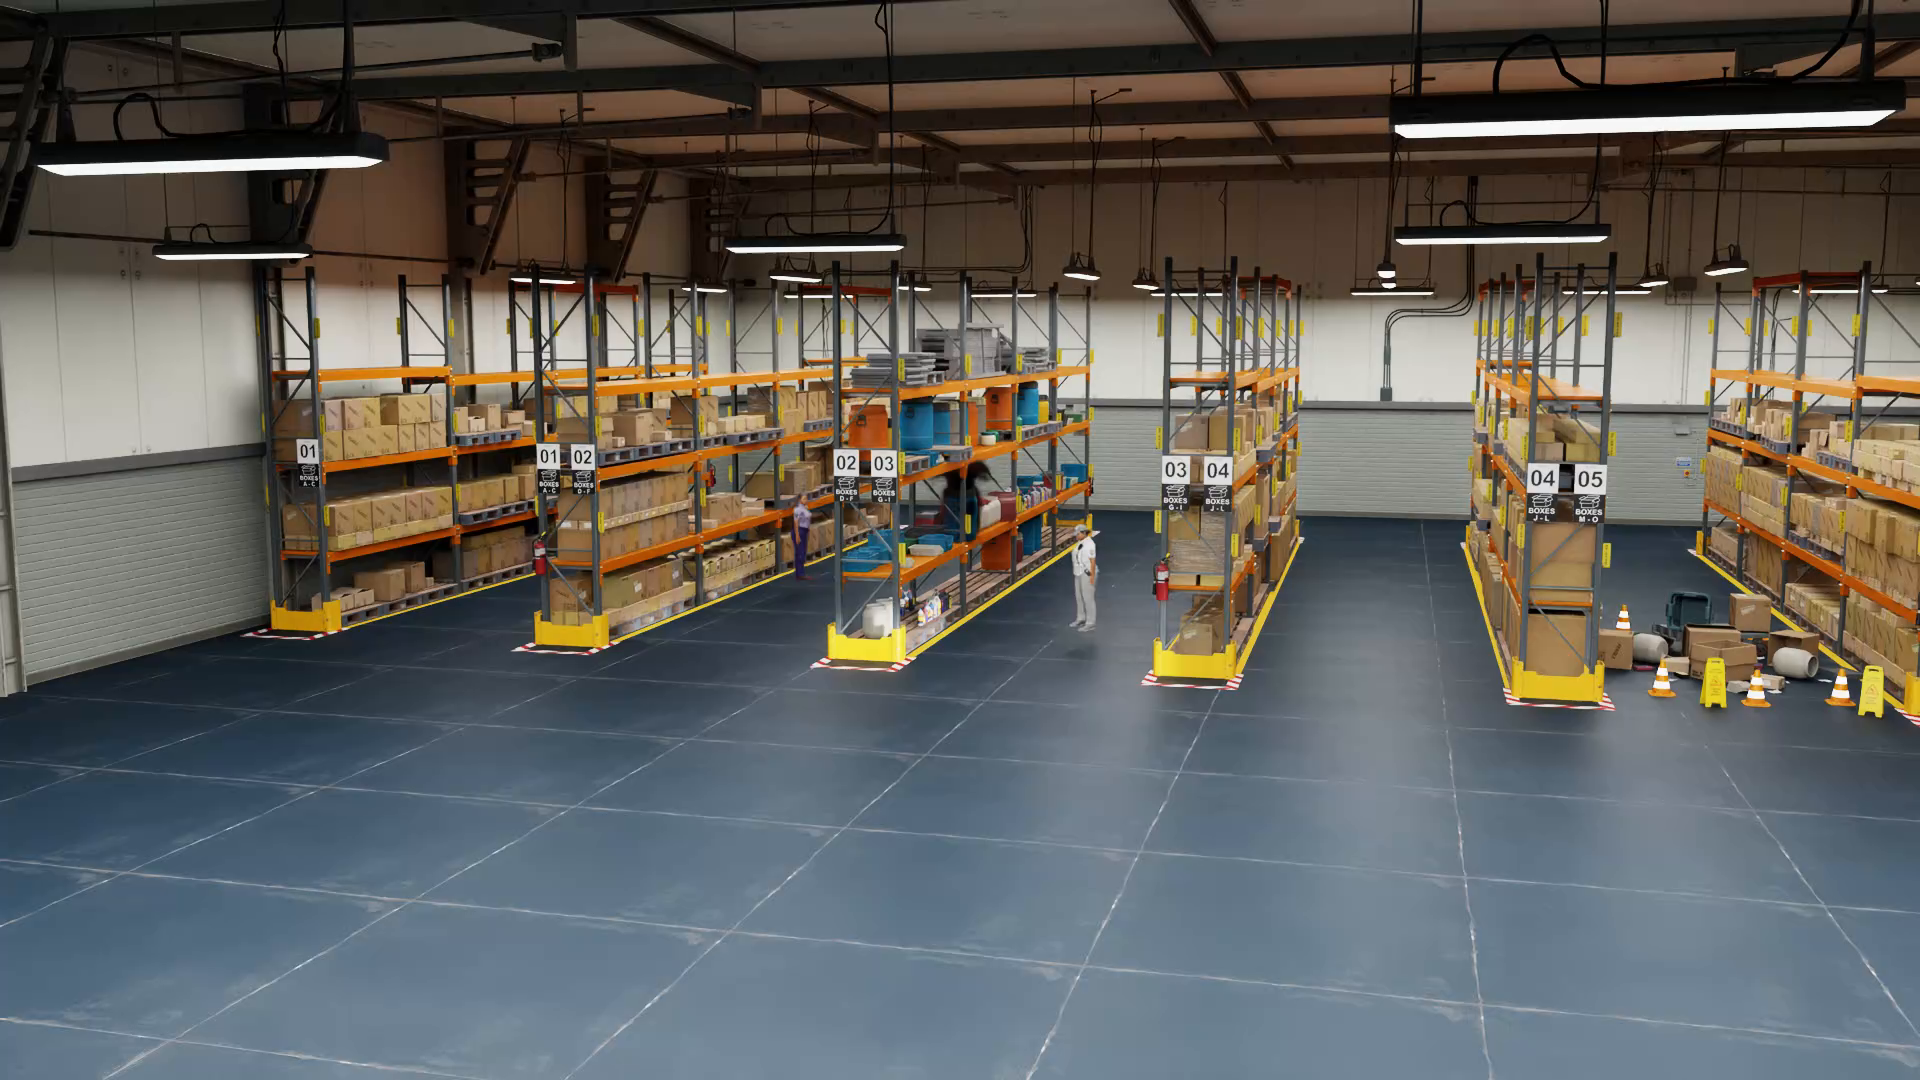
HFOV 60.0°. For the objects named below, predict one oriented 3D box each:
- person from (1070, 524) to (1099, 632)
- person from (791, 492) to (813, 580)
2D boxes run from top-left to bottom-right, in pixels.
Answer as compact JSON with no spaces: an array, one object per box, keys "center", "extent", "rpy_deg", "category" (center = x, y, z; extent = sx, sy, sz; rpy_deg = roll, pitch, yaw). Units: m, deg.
[{"center":[1.959,0.576,26.176],"extent":[0.438,1.660,0.577],"rpy_deg":[-2,7,-13],"category":"person"},{"center":[-2.950,-0.082,31.265],"extent":[0.406,1.648,0.535],"rpy_deg":[1,7,5],"category":"person"}]
